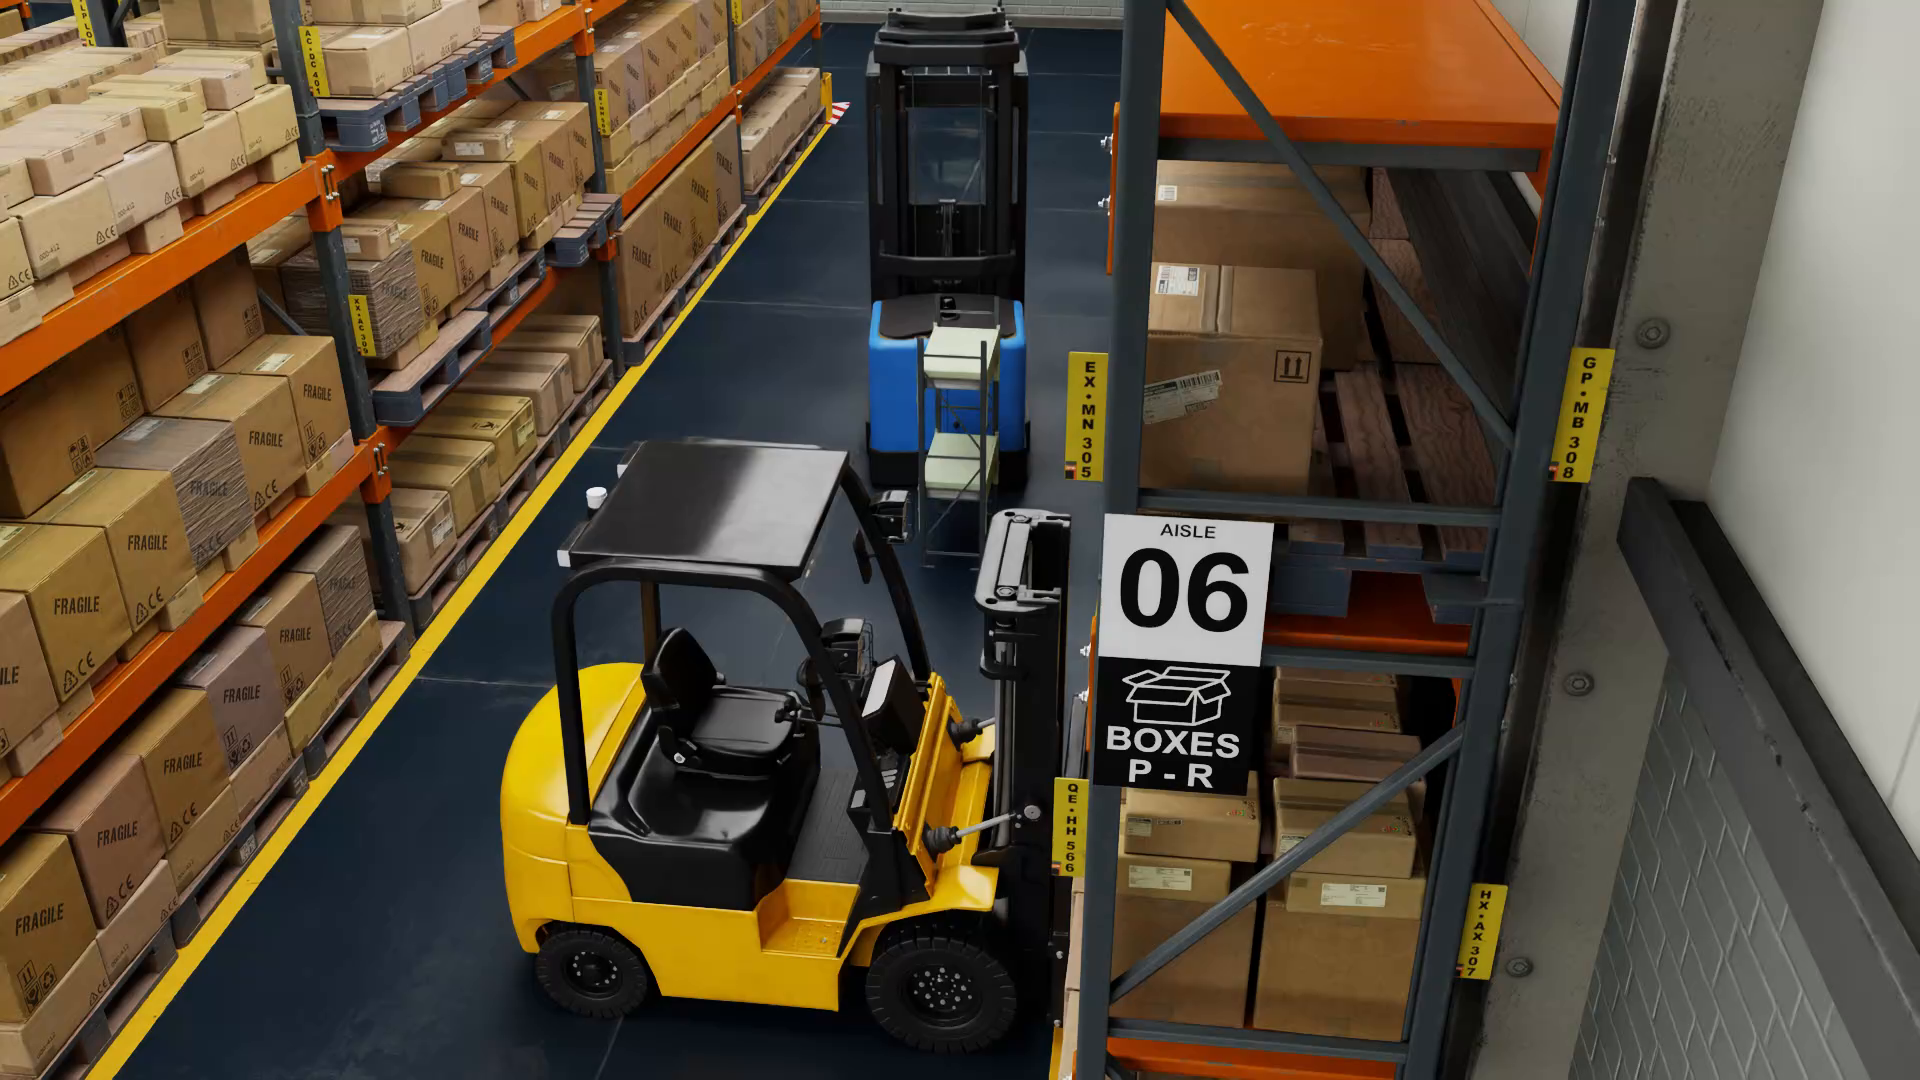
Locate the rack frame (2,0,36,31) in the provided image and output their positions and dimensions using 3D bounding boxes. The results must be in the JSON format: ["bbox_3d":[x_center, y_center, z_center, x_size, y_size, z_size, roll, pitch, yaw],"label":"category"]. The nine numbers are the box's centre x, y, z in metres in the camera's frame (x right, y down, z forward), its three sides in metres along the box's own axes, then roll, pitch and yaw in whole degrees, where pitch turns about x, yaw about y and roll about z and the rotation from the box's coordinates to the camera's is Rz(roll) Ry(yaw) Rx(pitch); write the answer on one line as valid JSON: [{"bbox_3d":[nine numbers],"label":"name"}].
[{"bbox_3d":[-11.965,-6.967,20.311,1.000,3.000,0.127,3,28,6],"label":"rack frame"}]

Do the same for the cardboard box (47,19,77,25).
[{"bbox_3d":[-8.112,-4.674,15.249,0.380,0.149,0.250,4,29,7],"label":"cardboard box"}]

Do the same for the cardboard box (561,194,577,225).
[{"bbox_3d":[-2.864,-2.280,11.434,0.380,0.149,0.250,3,28,6],"label":"cardboard box"}]

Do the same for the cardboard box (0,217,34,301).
[{"bbox_3d":[-3.654,-0.947,5.820,0.500,0.250,0.500,4,29,8],"label":"cardboard box"}]

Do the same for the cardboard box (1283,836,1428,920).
[{"bbox_3d":[1.136,0.953,4.821,0.380,0.149,0.250,3,28,5],"label":"cardboard box"}]

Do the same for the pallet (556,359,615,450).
[{"bbox_3d":[-3.207,-1.030,12.231,1.003,0.211,1.213,3,28,6],"label":"pallet"}]

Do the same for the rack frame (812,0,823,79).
[{"bbox_3d":[-2.129,-6.391,19.242,1.000,3.000,0.127,3,28,6],"label":"rack frame"}]

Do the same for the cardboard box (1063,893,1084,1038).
[{"bbox_3d":[0.641,1.537,5.928,0.500,0.250,0.500,4,29,7],"label":"cardboard box"}]

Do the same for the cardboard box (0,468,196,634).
[{"bbox_3d":[-3.581,0.035,6.896,0.500,0.500,0.500,3,28,5],"label":"cardboard box"}]

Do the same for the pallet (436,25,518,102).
[{"bbox_3d":[-3.294,-2.753,9.525,1.213,0.211,1.003,3,28,6],"label":"pallet"}]

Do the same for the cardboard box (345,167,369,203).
[{"bbox_3d":[-3.685,-2.074,9.683,0.380,0.149,0.250,2,28,4],"label":"cardboard box"}]

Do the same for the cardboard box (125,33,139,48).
[{"bbox_3d":[-7.531,-4.397,14.736,0.380,0.149,0.250,2,28,5],"label":"cardboard box"}]

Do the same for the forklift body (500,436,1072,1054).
[{"bbox_3d":[-0.741,0.802,6.785,2.313,2.155,1.214,3,28,6],"label":"forklift body"}]

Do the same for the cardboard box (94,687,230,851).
[{"bbox_3d":[-3.585,0.979,7.228,0.500,0.500,0.500,4,29,7],"label":"cardboard box"}]

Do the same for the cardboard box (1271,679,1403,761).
[{"bbox_3d":[1.174,0.575,5.210,0.380,0.149,0.250,4,29,7],"label":"cardboard box"}]

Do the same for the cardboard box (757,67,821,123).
[{"bbox_3d":[-2.111,-5.131,19.163,0.875,0.438,0.875,2,28,4],"label":"cardboard box"}]

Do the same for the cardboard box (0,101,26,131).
[{"bbox_3d":[-4.045,-1.684,6.768,0.380,0.149,0.250,2,28,5],"label":"cardboard box"}]

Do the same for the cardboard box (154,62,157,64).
[{"bbox_3d":[-7.492,-4.267,15.121,0.380,0.149,0.250,2,28,4],"label":"cardboard box"}]

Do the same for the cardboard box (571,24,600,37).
[{"bbox_3d":[-3.184,-3.843,13.354,0.500,0.500,0.500,3,28,6],"label":"cardboard box"}]

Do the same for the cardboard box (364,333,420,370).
[{"bbox_3d":[-3.218,-1.058,9.166,0.380,0.149,0.250,4,29,7],"label":"cardboard box"}]

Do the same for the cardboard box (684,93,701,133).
[{"bbox_3d":[-2.569,-3.740,14.480,0.500,0.250,0.500,3,28,5],"label":"cardboard box"}]

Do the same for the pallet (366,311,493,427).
[{"bbox_3d":[-3.362,-1.009,9.455,1.003,0.211,1.213,3,28,6],"label":"pallet"}]

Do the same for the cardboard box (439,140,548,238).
[{"bbox_3d":[-3.003,-2.273,10.737,0.500,0.500,0.500,1,28,3],"label":"cardboard box"}]

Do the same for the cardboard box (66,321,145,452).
[{"bbox_3d":[-4.042,-0.689,7.185,0.700,0.500,0.500,3,28,5],"label":"cardboard box"}]

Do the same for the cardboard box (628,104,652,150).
[{"bbox_3d":[-2.738,-3.247,13.037,0.500,0.250,0.500,4,29,7],"label":"cardboard box"}]

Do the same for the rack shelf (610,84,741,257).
[{"bbox_3d":[-2.865,-3.250,14.170,1.077,0.370,4.000,3,28,6],"label":"rack shelf"}]

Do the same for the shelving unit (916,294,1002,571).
[{"bbox_3d":[-0.001,-0.657,10.181,0.431,1.500,0.755,3,28,6],"label":"shelving unit"}]

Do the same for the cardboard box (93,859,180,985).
[{"bbox_3d":[-3.647,1.563,6.935,0.500,0.250,0.500,4,29,8],"label":"cardboard box"}]

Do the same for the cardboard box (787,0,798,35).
[{"bbox_3d":[-2.056,-5.714,17.881,0.500,0.500,0.500,4,29,8],"label":"cardboard box"}]

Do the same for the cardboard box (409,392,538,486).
[{"bbox_3d":[-3.370,-0.683,10.976,0.950,0.372,0.625,4,29,8],"label":"cardboard box"}]

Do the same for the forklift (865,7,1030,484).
[{"bbox_3d":[-0.087,-2.315,11.750,1.130,2.935,3.031,0,28,0],"label":"forklift"}]

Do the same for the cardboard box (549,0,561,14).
[{"bbox_3d":[-2.940,-3.675,11.303,0.380,0.149,0.250,3,28,6],"label":"cardboard box"}]

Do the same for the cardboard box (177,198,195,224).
[{"bbox_3d":[-3.539,-1.434,7.143,0.380,0.149,0.250,2,28,4],"label":"cardboard box"}]

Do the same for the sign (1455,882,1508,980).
[{"bbox_3d":[1.387,1.046,4.441,0.100,0.325,0.005,3,28,6],"label":"sign"}]

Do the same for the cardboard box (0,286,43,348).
[{"bbox_3d":[-3.572,-0.815,5.995,0.380,0.149,0.250,4,29,7],"label":"cardboard box"}]

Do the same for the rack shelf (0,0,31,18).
[{"bbox_3d":[-12.210,-5.709,18.734,1.077,0.370,4.000,3,28,6],"label":"rack shelf"}]

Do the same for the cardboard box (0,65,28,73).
[{"bbox_3d":[-7.688,-3.774,13.580,0.380,0.149,0.250,2,28,4],"label":"cardboard box"}]

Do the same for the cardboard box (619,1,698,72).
[{"bbox_3d":[-2.563,-4.286,14.175,0.500,0.500,0.500,4,29,8],"label":"cardboard box"}]

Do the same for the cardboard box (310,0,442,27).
[{"bbox_3d":[-3.079,-2.889,8.767,0.500,0.250,0.500,3,28,5],"label":"cardboard box"}]

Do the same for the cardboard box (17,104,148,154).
[{"bbox_3d":[-3.534,-1.650,6.704,0.380,0.149,0.250,3,28,5],"label":"cardboard box"}]

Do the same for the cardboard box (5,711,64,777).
[{"bbox_3d":[-3.636,0.747,6.258,0.380,0.149,0.250,4,29,7],"label":"cardboard box"}]

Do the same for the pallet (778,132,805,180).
[{"bbox_3d":[-2.302,-4.210,18.134,1.003,0.211,1.213,3,28,6],"label":"pallet"}]

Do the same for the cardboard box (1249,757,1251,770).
[{"bbox_3d":[0.709,0.893,5.617,0.500,0.500,0.500,4,29,8],"label":"cardboard box"}]

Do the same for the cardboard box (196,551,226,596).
[{"bbox_3d":[-3.519,0.134,7.395,0.380,0.149,0.250,3,28,5],"label":"cardboard box"}]

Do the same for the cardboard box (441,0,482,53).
[{"bbox_3d":[-3.029,-2.911,9.335,0.500,0.250,0.500,3,28,6],"label":"cardboard box"}]

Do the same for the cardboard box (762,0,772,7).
[{"bbox_3d":[-2.179,-5.680,16.763,0.500,0.500,0.500,4,29,7],"label":"cardboard box"}]

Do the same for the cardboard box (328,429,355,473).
[{"bbox_3d":[-3.337,-0.463,8.503,0.380,0.149,0.250,3,28,6],"label":"cardboard box"}]

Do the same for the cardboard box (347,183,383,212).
[{"bbox_3d":[-3.642,-1.809,9.876,0.500,0.500,0.500,4,29,8],"label":"cardboard box"}]

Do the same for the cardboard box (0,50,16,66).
[{"bbox_3d":[-8.269,-4.067,14.124,0.380,0.149,0.250,5,29,9],"label":"cardboard box"}]

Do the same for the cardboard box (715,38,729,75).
[{"bbox_3d":[-2.432,-4.440,15.253,0.500,0.250,0.500,3,28,6],"label":"cardboard box"}]

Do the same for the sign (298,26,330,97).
[{"bbox_3d":[-3.060,-2.263,7.872,0.100,0.325,0.005,3,28,6],"label":"sign"}]

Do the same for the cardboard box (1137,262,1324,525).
[{"bbox_3d":[0.649,-0.389,4.285,0.500,0.500,0.500,4,29,8],"label":"cardboard box"}]

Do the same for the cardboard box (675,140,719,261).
[{"bbox_3d":[-2.719,-3.035,14.811,0.875,0.875,0.875,4,29,8],"label":"cardboard box"}]

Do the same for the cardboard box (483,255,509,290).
[{"bbox_3d":[-3.031,-1.670,10.302,0.380,0.149,0.250,4,29,8],"label":"cardboard box"}]

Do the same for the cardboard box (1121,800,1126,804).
[{"bbox_3d":[0.603,0.796,5.112,0.380,0.149,0.250,4,29,7],"label":"cardboard box"}]
